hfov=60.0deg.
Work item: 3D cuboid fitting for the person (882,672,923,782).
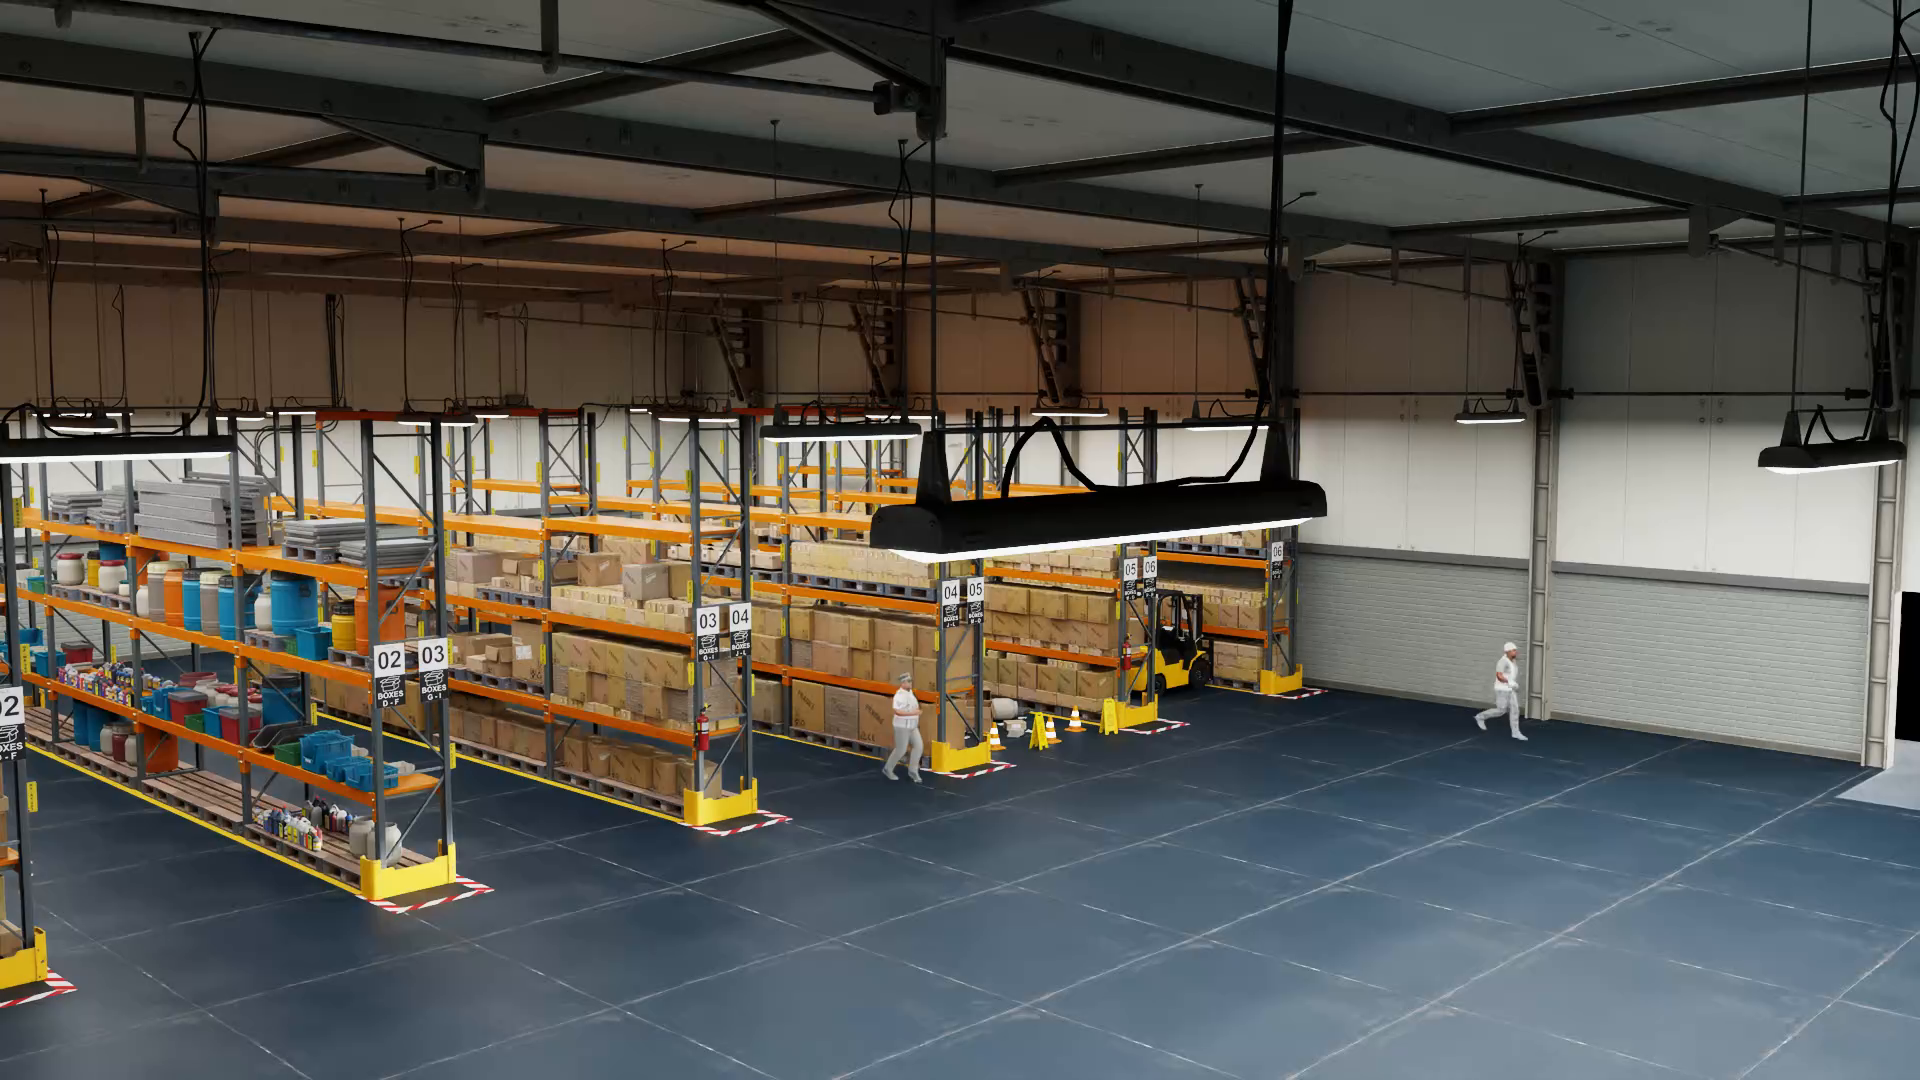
[{"bbox_3d":[-0.922,3.069,27.075,0.732,1.865,0.687,2,6,24],"label":"person"}]

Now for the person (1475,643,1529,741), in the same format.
[{"bbox_3d":[9.957,2.753,30.481,0.994,1.770,0.689,3,6,34],"label":"person"}]
